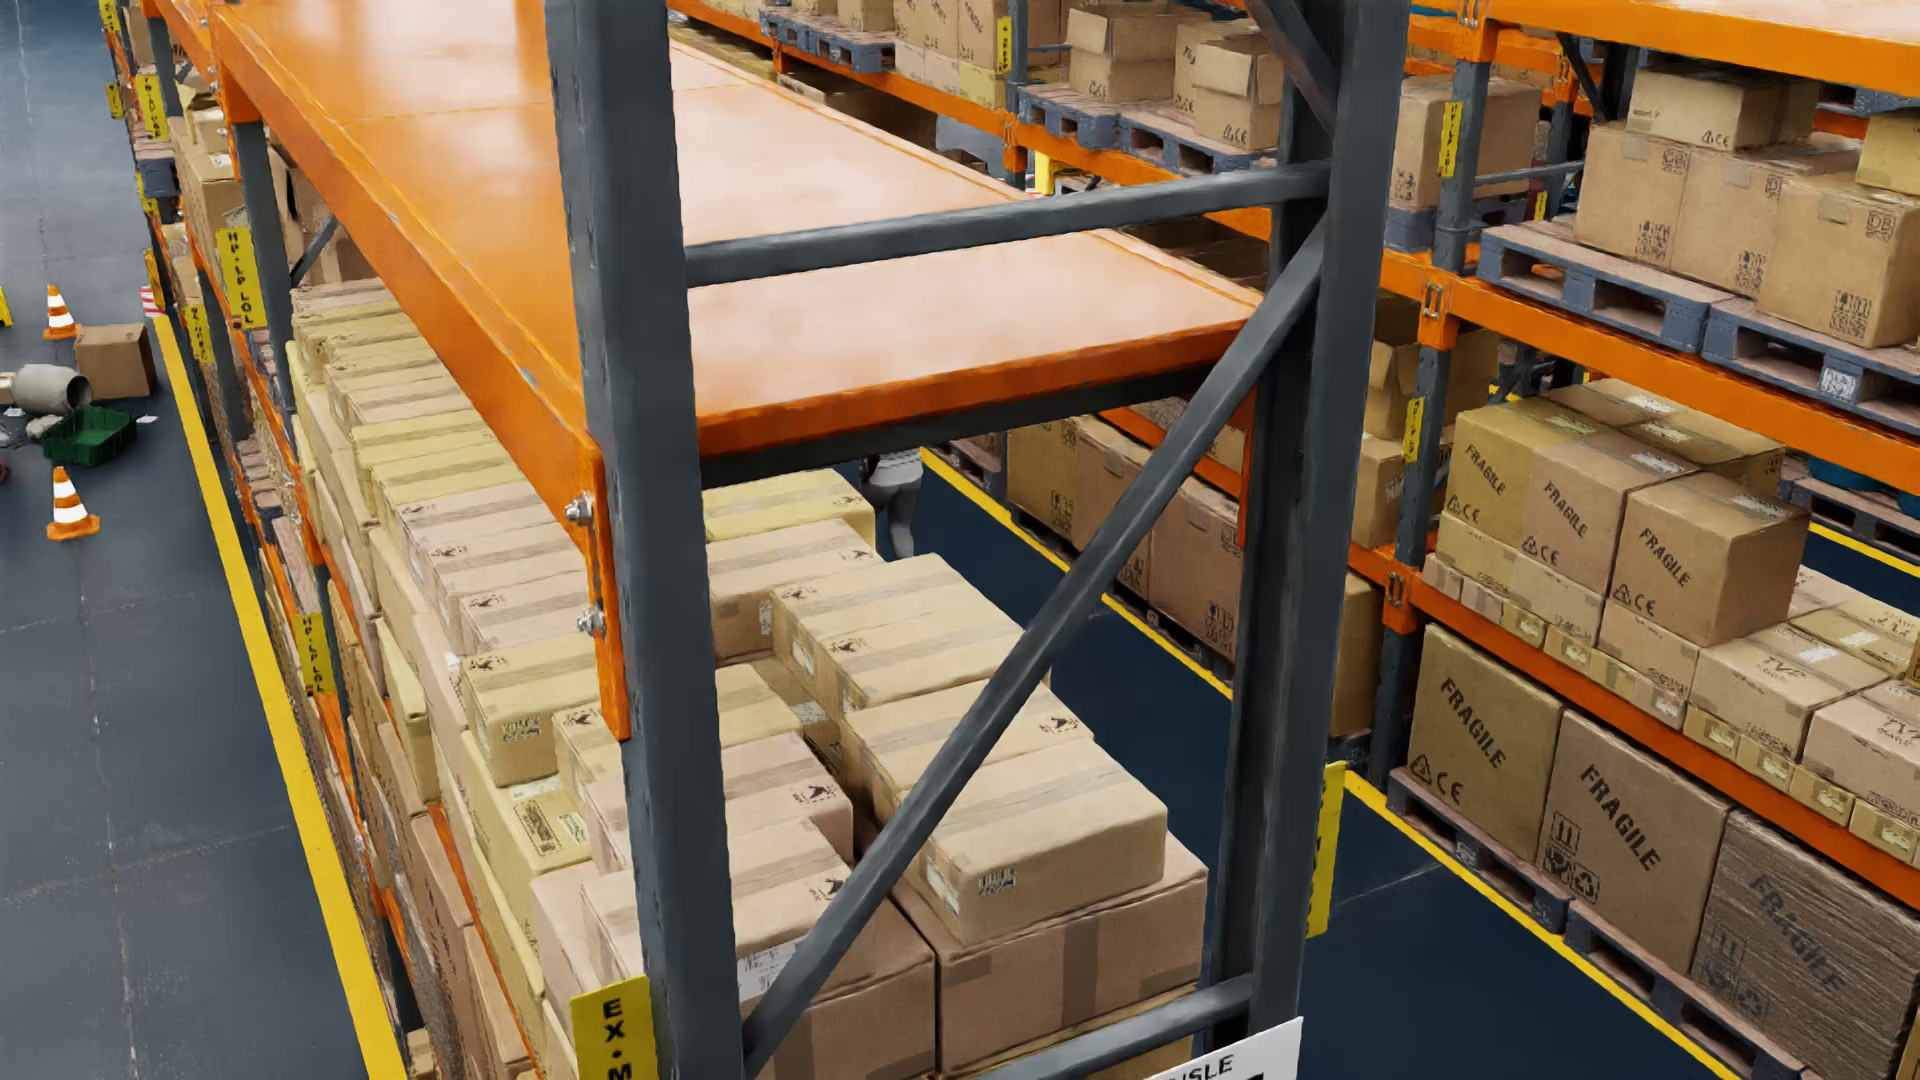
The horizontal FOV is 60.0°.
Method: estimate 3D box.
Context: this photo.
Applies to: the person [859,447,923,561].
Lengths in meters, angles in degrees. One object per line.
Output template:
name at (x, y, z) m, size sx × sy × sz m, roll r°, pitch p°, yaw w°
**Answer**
person at (-0.455, -0.410, 10.452) m, size 0.548 × 1.708 × 0.749 m, roll -12°, pitch 28°, yaw -23°
